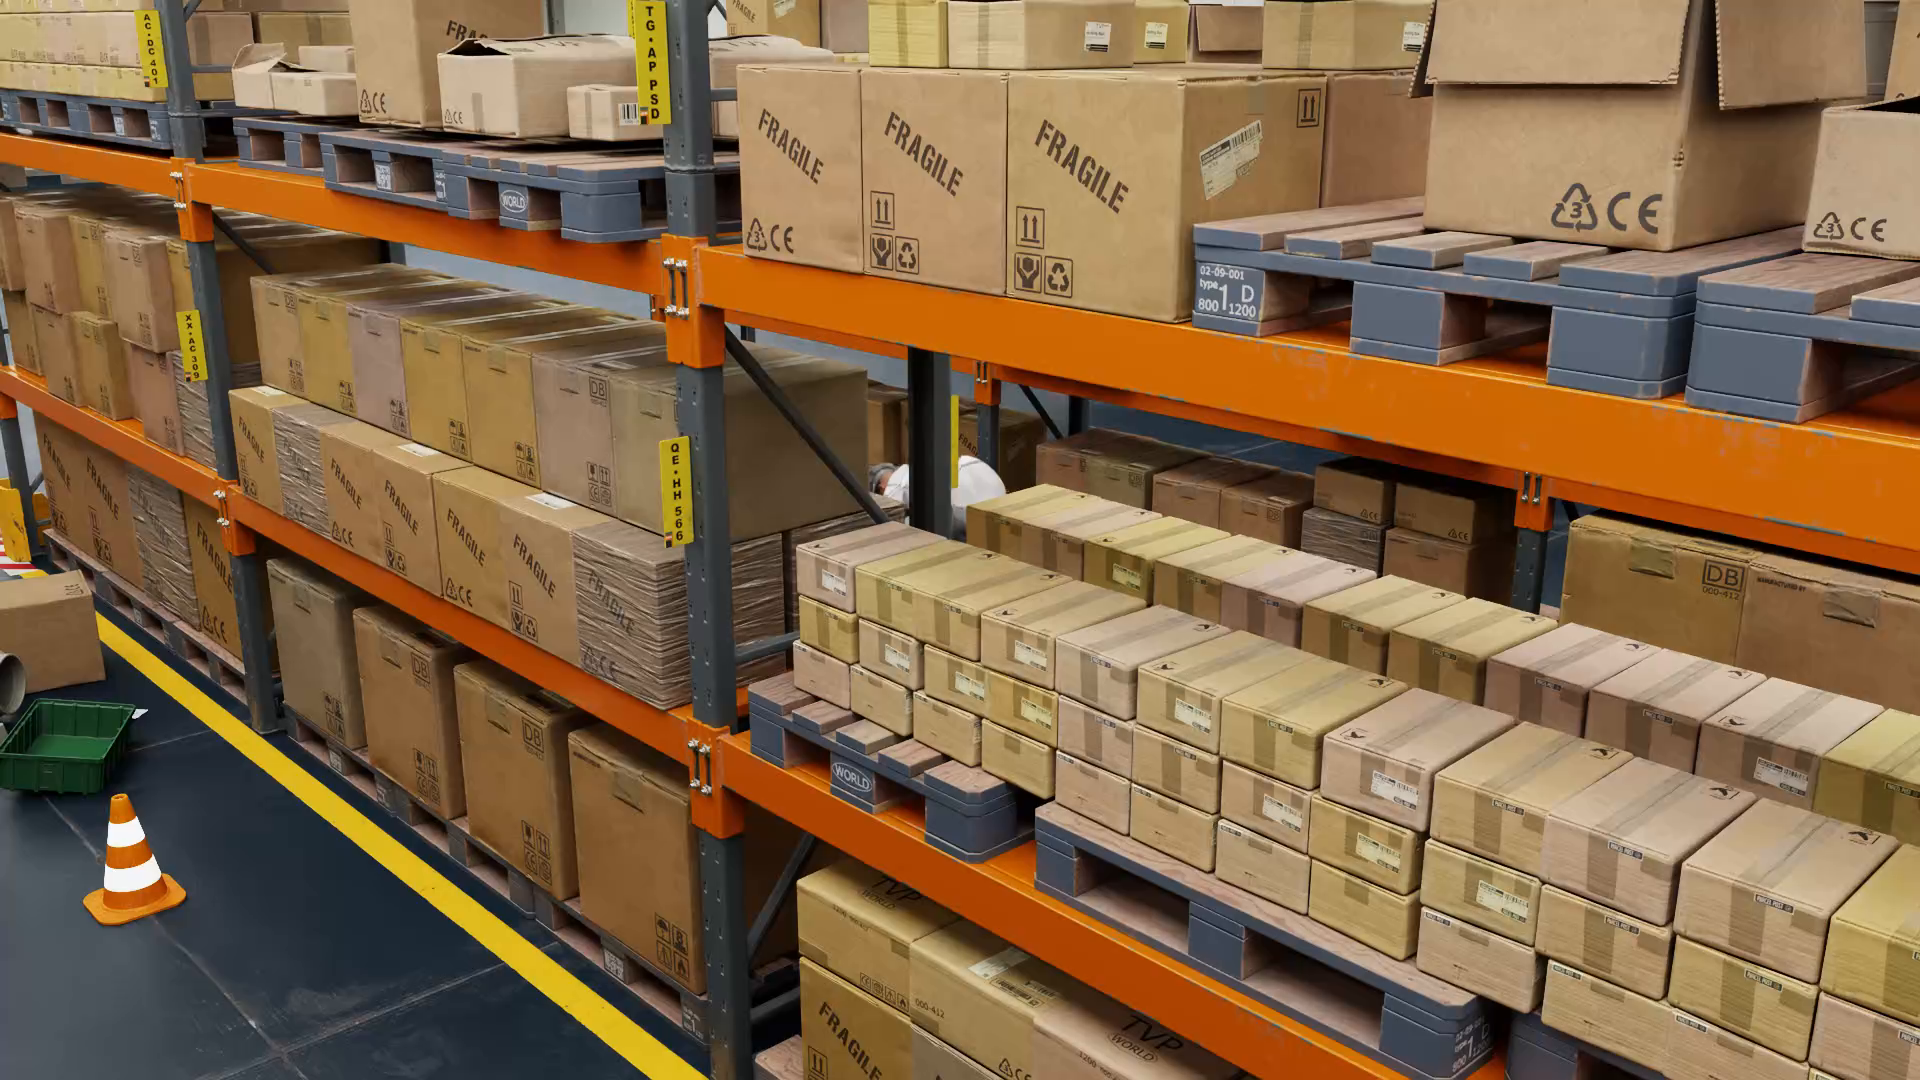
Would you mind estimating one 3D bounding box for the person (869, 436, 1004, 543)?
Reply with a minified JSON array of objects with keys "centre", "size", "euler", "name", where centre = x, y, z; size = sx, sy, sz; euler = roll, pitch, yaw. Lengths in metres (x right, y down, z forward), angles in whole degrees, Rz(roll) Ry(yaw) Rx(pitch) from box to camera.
[{"centre":[-0.195,-0.156,10.260],"size":[1.033,1.033,0.526],"euler":[16,23,41],"name":"person"}]
